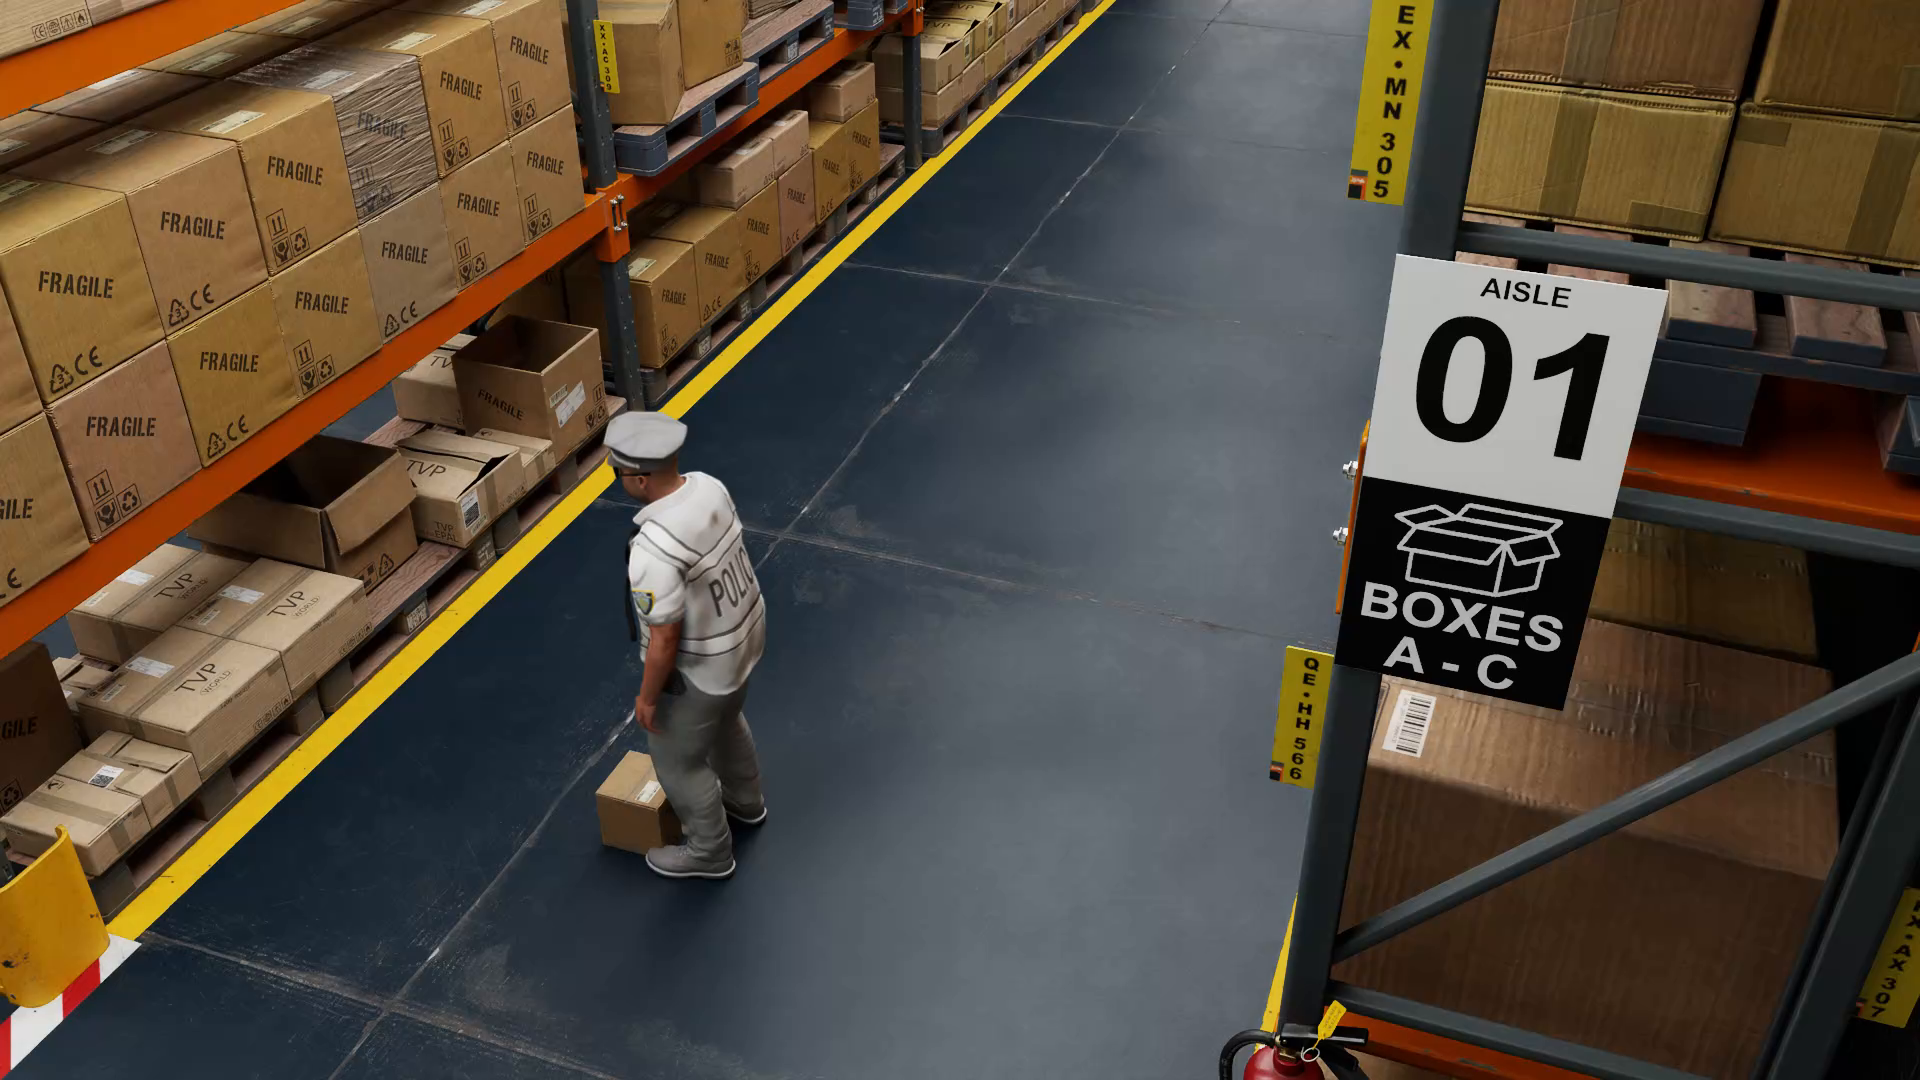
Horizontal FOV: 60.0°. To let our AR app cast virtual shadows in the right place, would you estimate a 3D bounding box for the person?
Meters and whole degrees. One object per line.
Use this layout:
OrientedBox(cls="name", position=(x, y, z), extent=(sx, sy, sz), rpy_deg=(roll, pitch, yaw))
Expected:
OrientedBox(cls="person", position=(-0.879, 0.381, 5.546), extent=(0.428, 1.749, 0.600), rpy_deg=(10, 34, 15))
